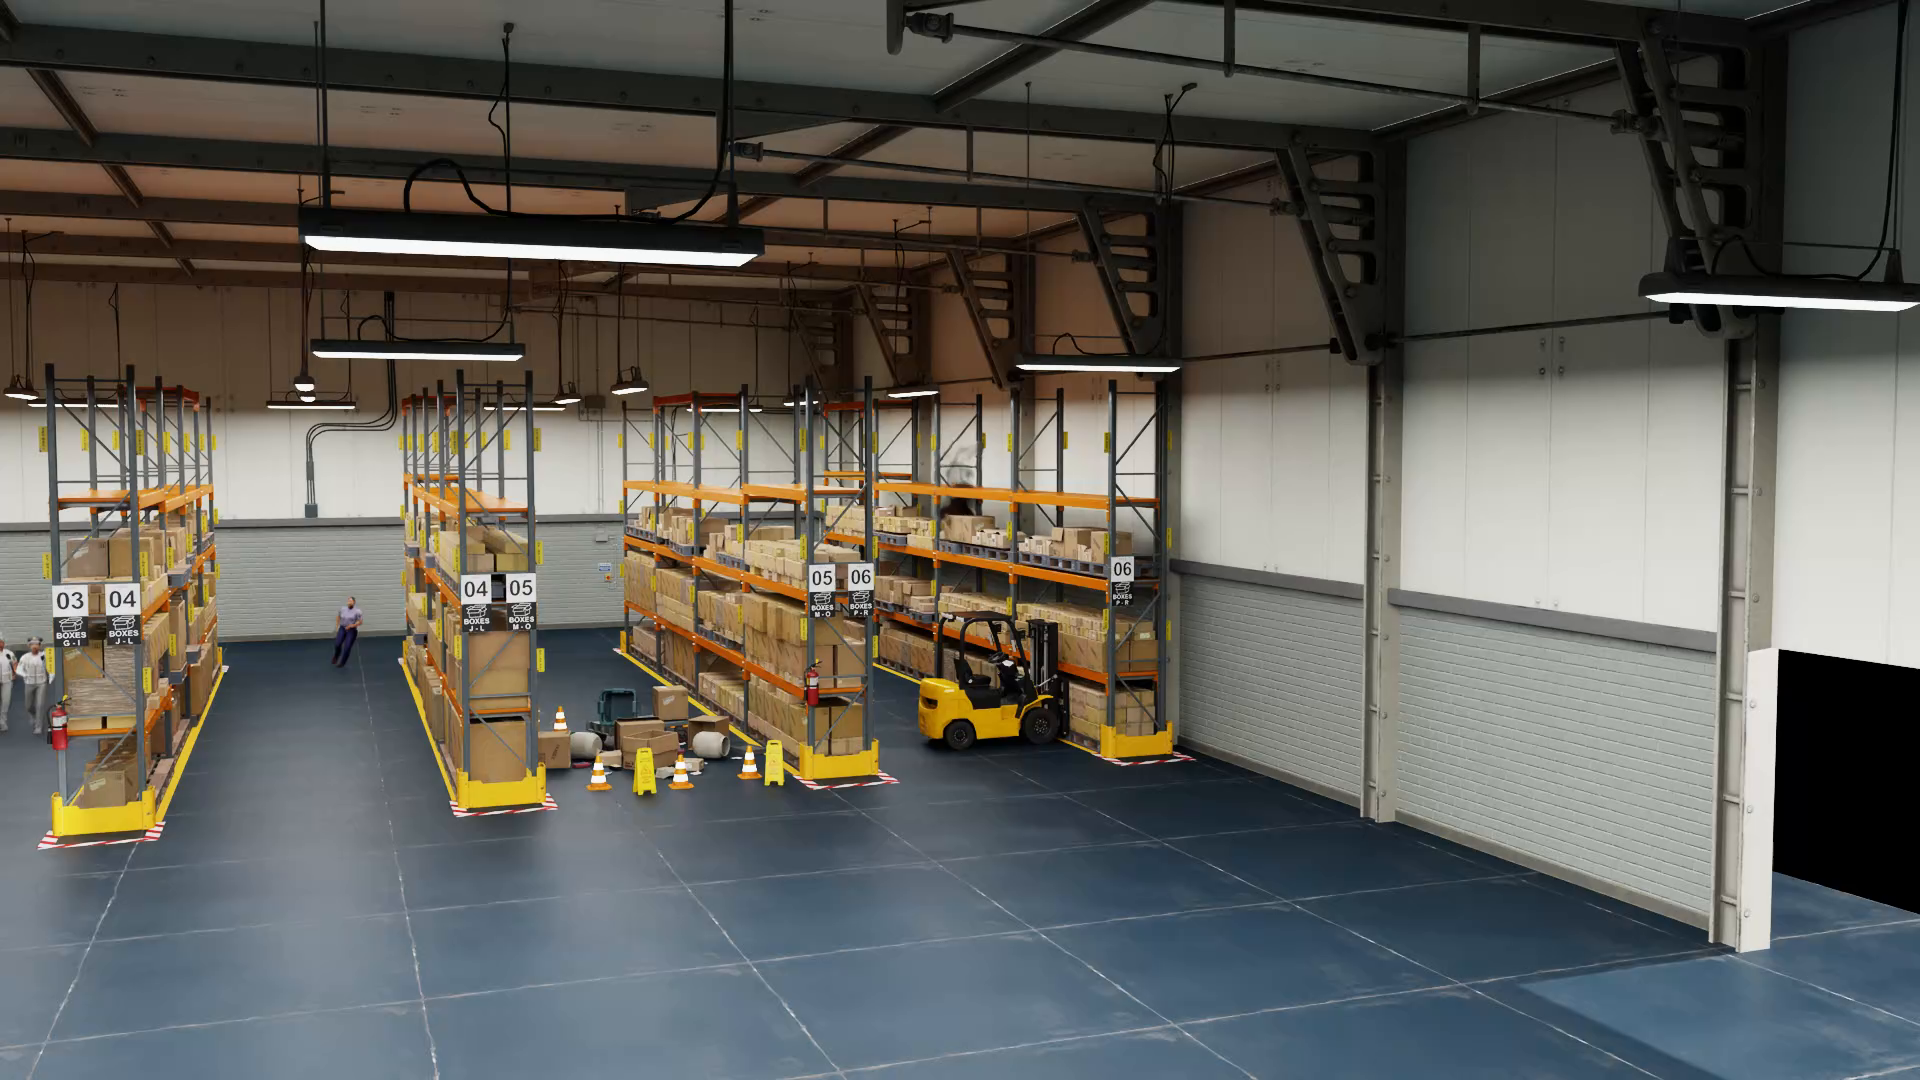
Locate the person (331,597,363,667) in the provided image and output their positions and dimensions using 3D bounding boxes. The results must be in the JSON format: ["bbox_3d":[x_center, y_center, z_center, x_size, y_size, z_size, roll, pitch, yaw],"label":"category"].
[{"bbox_3d":[-13.664,2.057,37.011,0.717,1.572,0.530,-1,3,-9],"label":"person"}]

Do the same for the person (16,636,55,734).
[{"bbox_3d":[-15.956,2.490,28.747,0.626,1.659,0.801,-1,4,-24],"label":"person"}]

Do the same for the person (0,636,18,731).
[{"bbox_3d":[-16.806,2.496,29.119,0.607,1.638,0.685,-2,4,-37],"label":"person"}]
